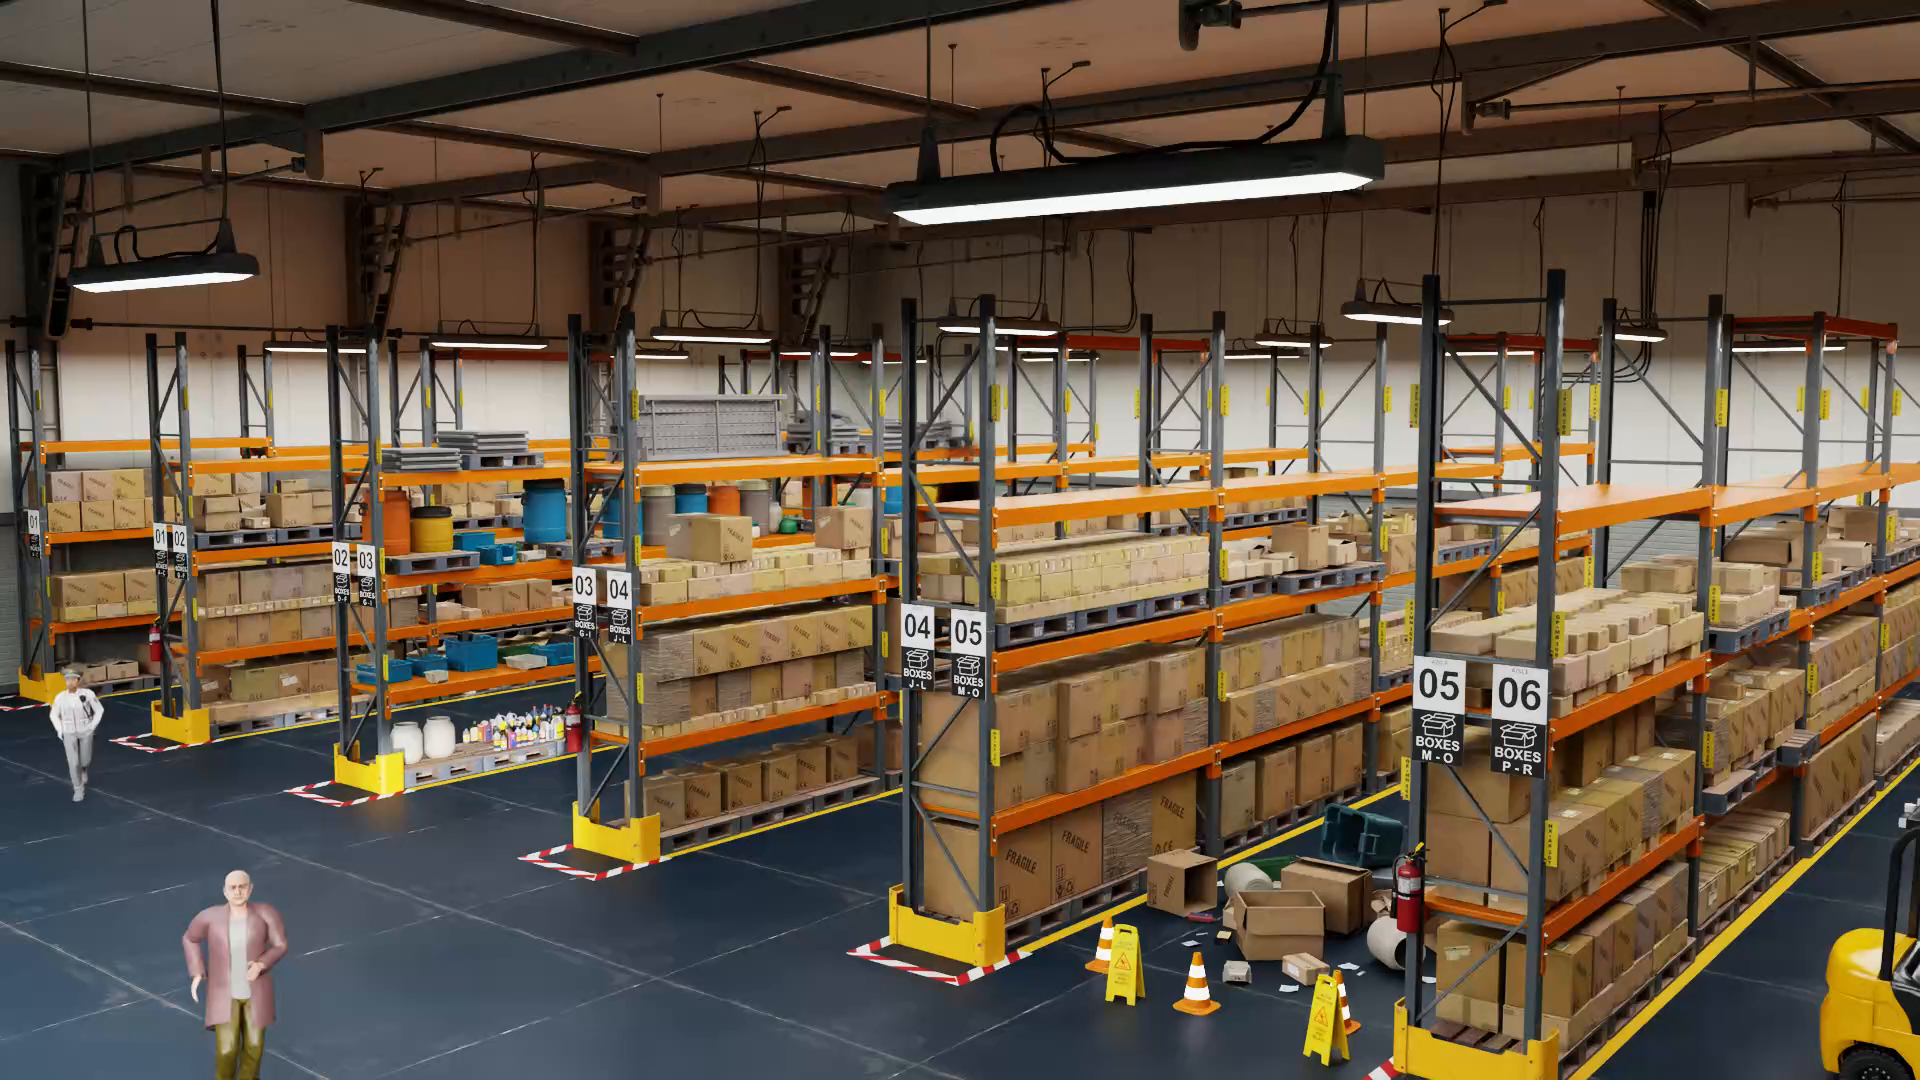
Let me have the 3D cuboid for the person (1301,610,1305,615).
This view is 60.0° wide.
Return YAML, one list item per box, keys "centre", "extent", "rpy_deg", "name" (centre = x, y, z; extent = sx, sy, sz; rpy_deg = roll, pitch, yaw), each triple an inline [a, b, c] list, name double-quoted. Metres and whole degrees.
- centre: [5.715, 1.918, 27.507]
  extent: [0.533, 1.549, 0.563]
  rpy_deg: [4, 6, 34]
  name: "person"

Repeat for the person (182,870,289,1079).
- centre: [-5.123, 3.224, 11.815]
  extent: [0.690, 1.737, 0.657]
  rpy_deg: [-3, 6, -27]
  name: "person"

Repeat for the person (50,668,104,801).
- centre: [-11.217, 2.447, 21.136]
  extent: [0.616, 1.675, 0.542]
  rpy_deg: [-2, 6, -22]
  name: "person"
